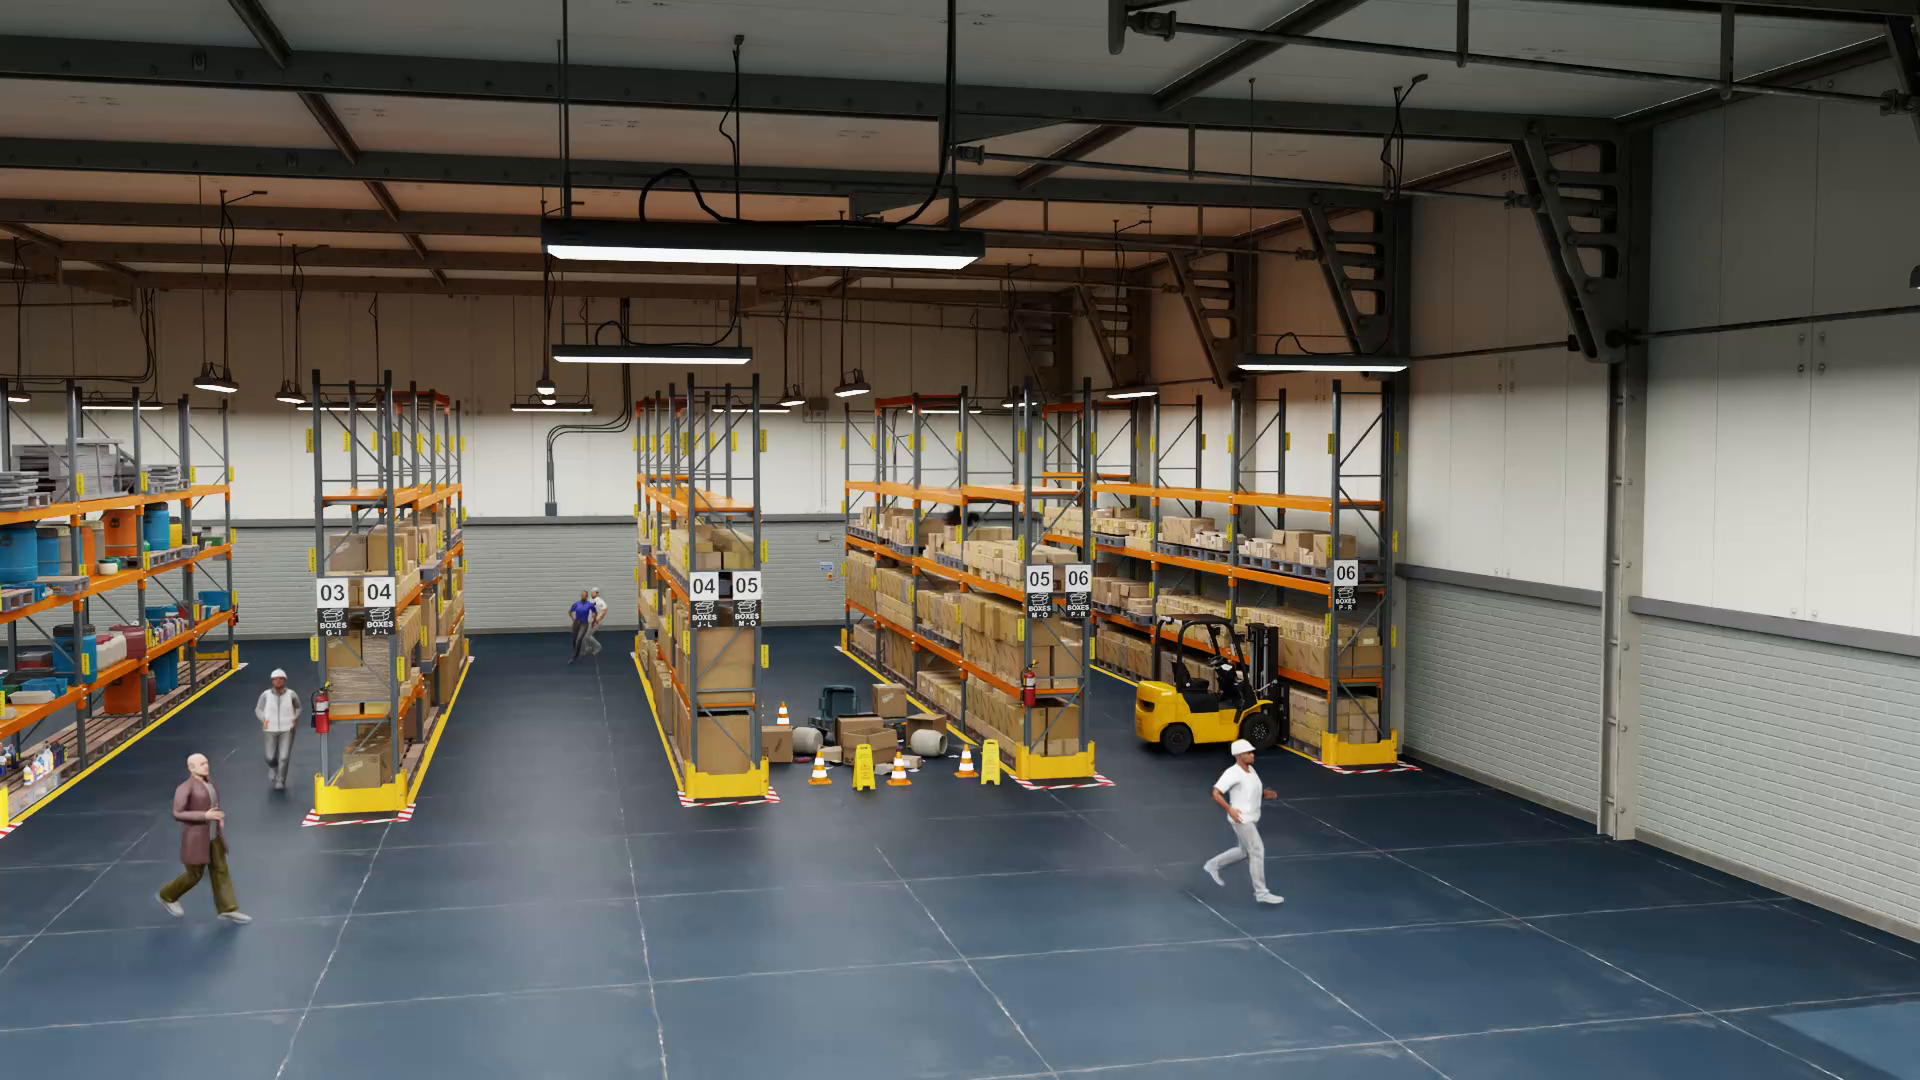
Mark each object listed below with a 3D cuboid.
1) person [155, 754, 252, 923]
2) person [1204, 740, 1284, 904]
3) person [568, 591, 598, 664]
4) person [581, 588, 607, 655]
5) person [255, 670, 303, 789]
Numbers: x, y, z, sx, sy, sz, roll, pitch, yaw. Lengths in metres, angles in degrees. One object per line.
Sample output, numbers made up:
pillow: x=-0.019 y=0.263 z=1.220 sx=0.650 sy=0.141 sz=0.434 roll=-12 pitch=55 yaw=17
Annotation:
person: x=-7.848 y=3.091 z=17.221 sx=0.996 sy=1.763 sz=0.693 roll=1 pitch=3 yaw=13
person: x=3.106 y=3.059 z=18.219 sx=0.963 sy=1.747 sz=0.710 roll=2 pitch=4 yaw=29
person: x=-8.686 y=1.977 z=38.161 sx=0.659 sy=1.623 sz=0.925 roll=0 pitch=3 yaw=2
person: x=-8.743 y=1.931 z=39.487 sx=0.505 sy=1.610 sz=0.628 roll=-3 pitch=4 yaw=-39
person: x=-9.895 y=2.740 z=24.183 sx=0.647 sy=1.727 sz=0.580 roll=-1 pitch=4 yaw=-21
